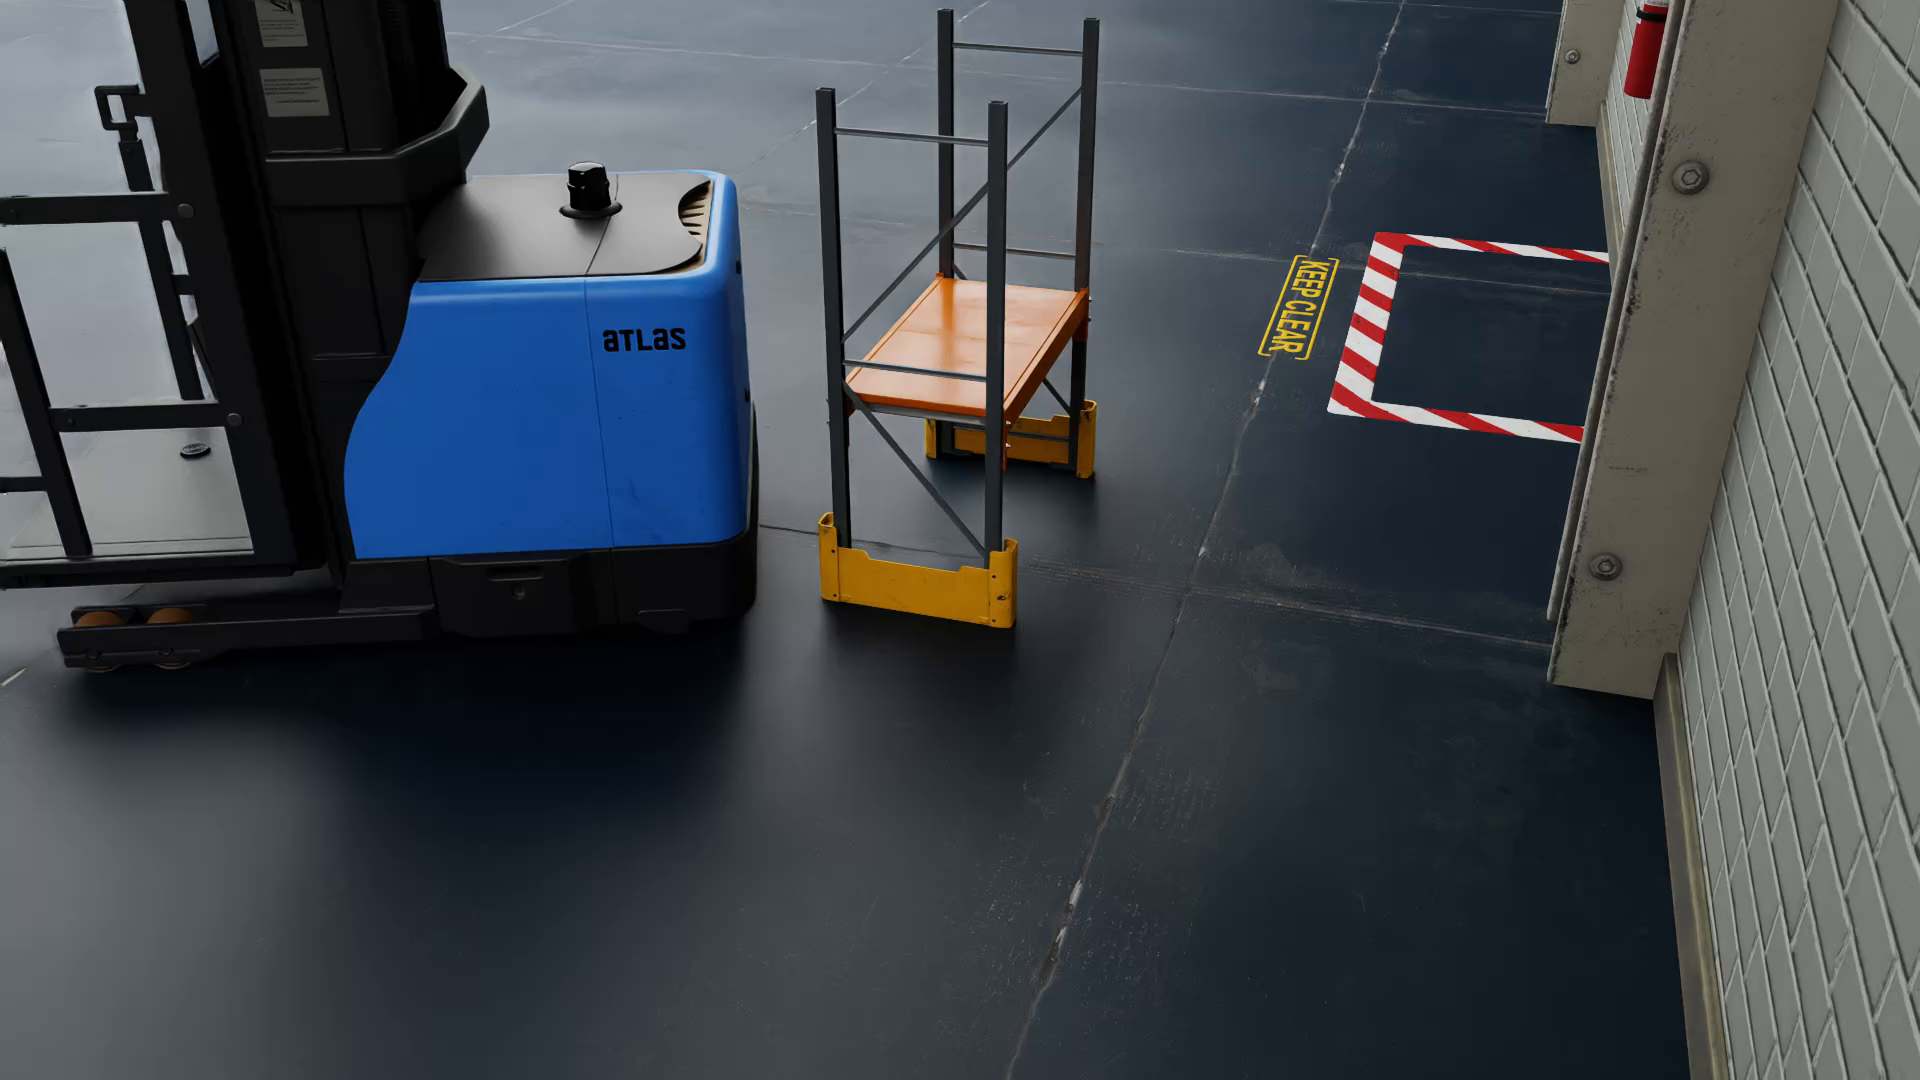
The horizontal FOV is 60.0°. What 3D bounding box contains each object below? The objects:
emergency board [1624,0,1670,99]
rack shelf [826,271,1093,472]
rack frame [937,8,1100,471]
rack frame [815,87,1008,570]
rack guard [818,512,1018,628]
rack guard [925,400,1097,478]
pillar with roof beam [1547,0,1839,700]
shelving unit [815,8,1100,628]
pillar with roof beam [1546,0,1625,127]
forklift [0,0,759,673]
[{"bbox_3d":[2.575,-2.133,6.000,0.194,1.169,0.643,8,30,15],"label":"emergency board"},{"bbox_3d":[0.025,-0.538,5.044,0.538,0.185,1.000,8,30,15],"label":"rack shelf"},{"bbox_3d":[0.174,-0.931,5.381,0.500,1.500,0.032,8,30,15],"label":"rack frame"},{"bbox_3d":[-0.124,-0.459,4.532,0.500,1.500,0.032,8,30,15],"label":"rack frame"},{"bbox_3d":[-0.124,0.087,4.837,0.587,0.250,0.087,8,30,15],"label":"rack guard"},{"bbox_3d":[0.169,-0.376,5.669,0.587,0.250,0.087,8,30,15],"label":"rack guard"},{"bbox_3d":[-2.302,-4.226,3.591,9.100,9.000,0.400,8,30,15],"label":"pillar with roof beam"},{"bbox_3d":[0.022,-0.691,4.949,0.587,1.500,1.083,8,30,15],"label":"shelving unit"},{"bbox_3d":[-0.541,-7.015,8.603,9.100,9.000,0.400,8,30,15],"label":"pillar with roof beam"},{"bbox_3d":[-2.138,-1.184,4.363,3.031,2.935,1.130,-3,29,-5],"label":"forklift"}]
